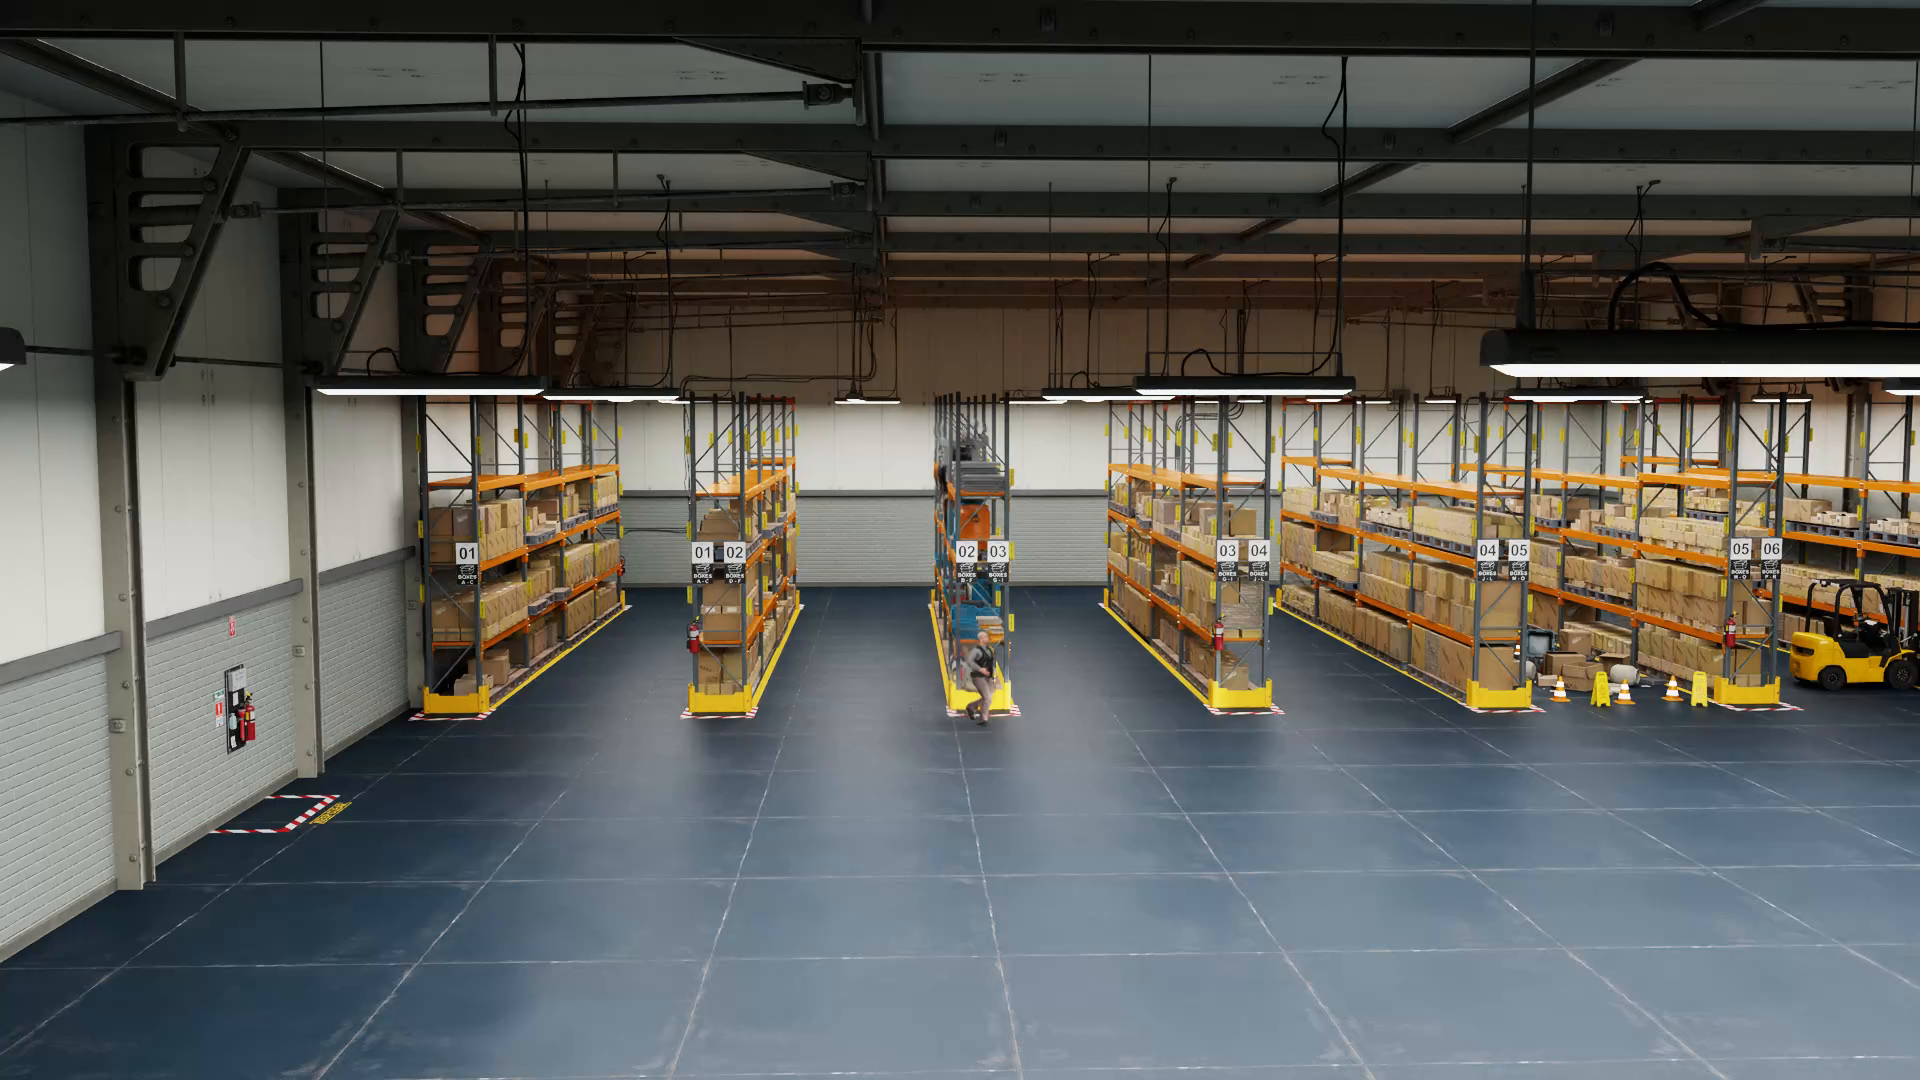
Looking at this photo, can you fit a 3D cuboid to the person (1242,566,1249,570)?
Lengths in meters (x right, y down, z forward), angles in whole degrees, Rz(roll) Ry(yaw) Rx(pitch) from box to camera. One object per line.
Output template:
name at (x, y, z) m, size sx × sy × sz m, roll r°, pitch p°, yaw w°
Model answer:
person at (8.020, 1.218, 45.950) m, size 0.556 × 1.710 × 0.717 m, roll 0°, pitch 5°, yaw 1°

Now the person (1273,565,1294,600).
person at (9.687, 0.935, 49.038) m, size 0.889 × 1.746 × 0.696 m, roll 0°, pitch 5°, yaw -2°

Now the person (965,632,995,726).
person at (0.369, 2.470, 30.046) m, size 0.631 × 1.632 × 0.673 m, roll 3°, pitch 5°, yaw 32°
